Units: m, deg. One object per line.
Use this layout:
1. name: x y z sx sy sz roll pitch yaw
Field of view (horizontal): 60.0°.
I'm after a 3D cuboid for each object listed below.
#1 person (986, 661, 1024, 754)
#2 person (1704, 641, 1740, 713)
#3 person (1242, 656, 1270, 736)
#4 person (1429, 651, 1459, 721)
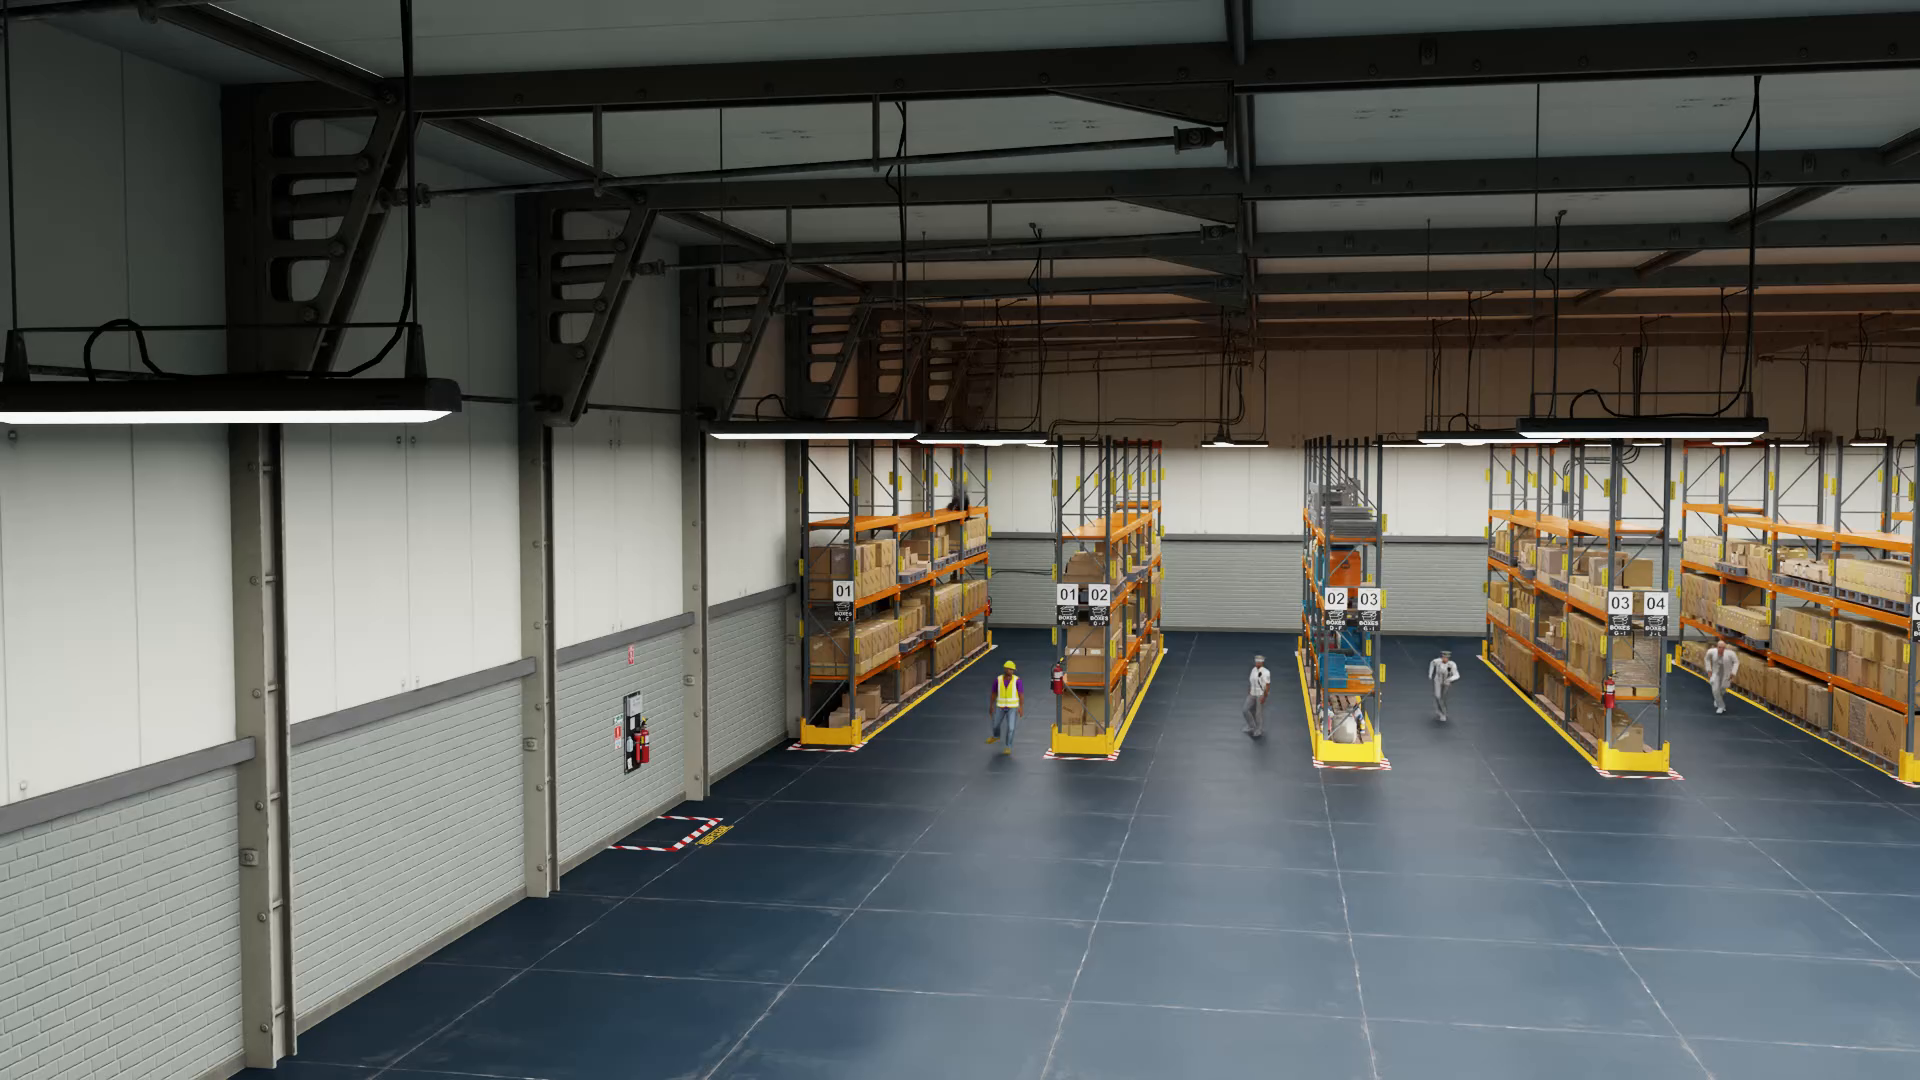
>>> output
1. person: 0.829 3.137 31.381 0.773 1.733 0.640 1 3 10
2. person: 16.647 2.963 36.339 0.711 1.603 1.050 2 3 26
3. person: 5.923 3.127 33.301 0.422 1.676 0.701 -3 4 -43
4. person: 10.260 3.051 35.269 0.610 1.493 1.048 1 3 14
